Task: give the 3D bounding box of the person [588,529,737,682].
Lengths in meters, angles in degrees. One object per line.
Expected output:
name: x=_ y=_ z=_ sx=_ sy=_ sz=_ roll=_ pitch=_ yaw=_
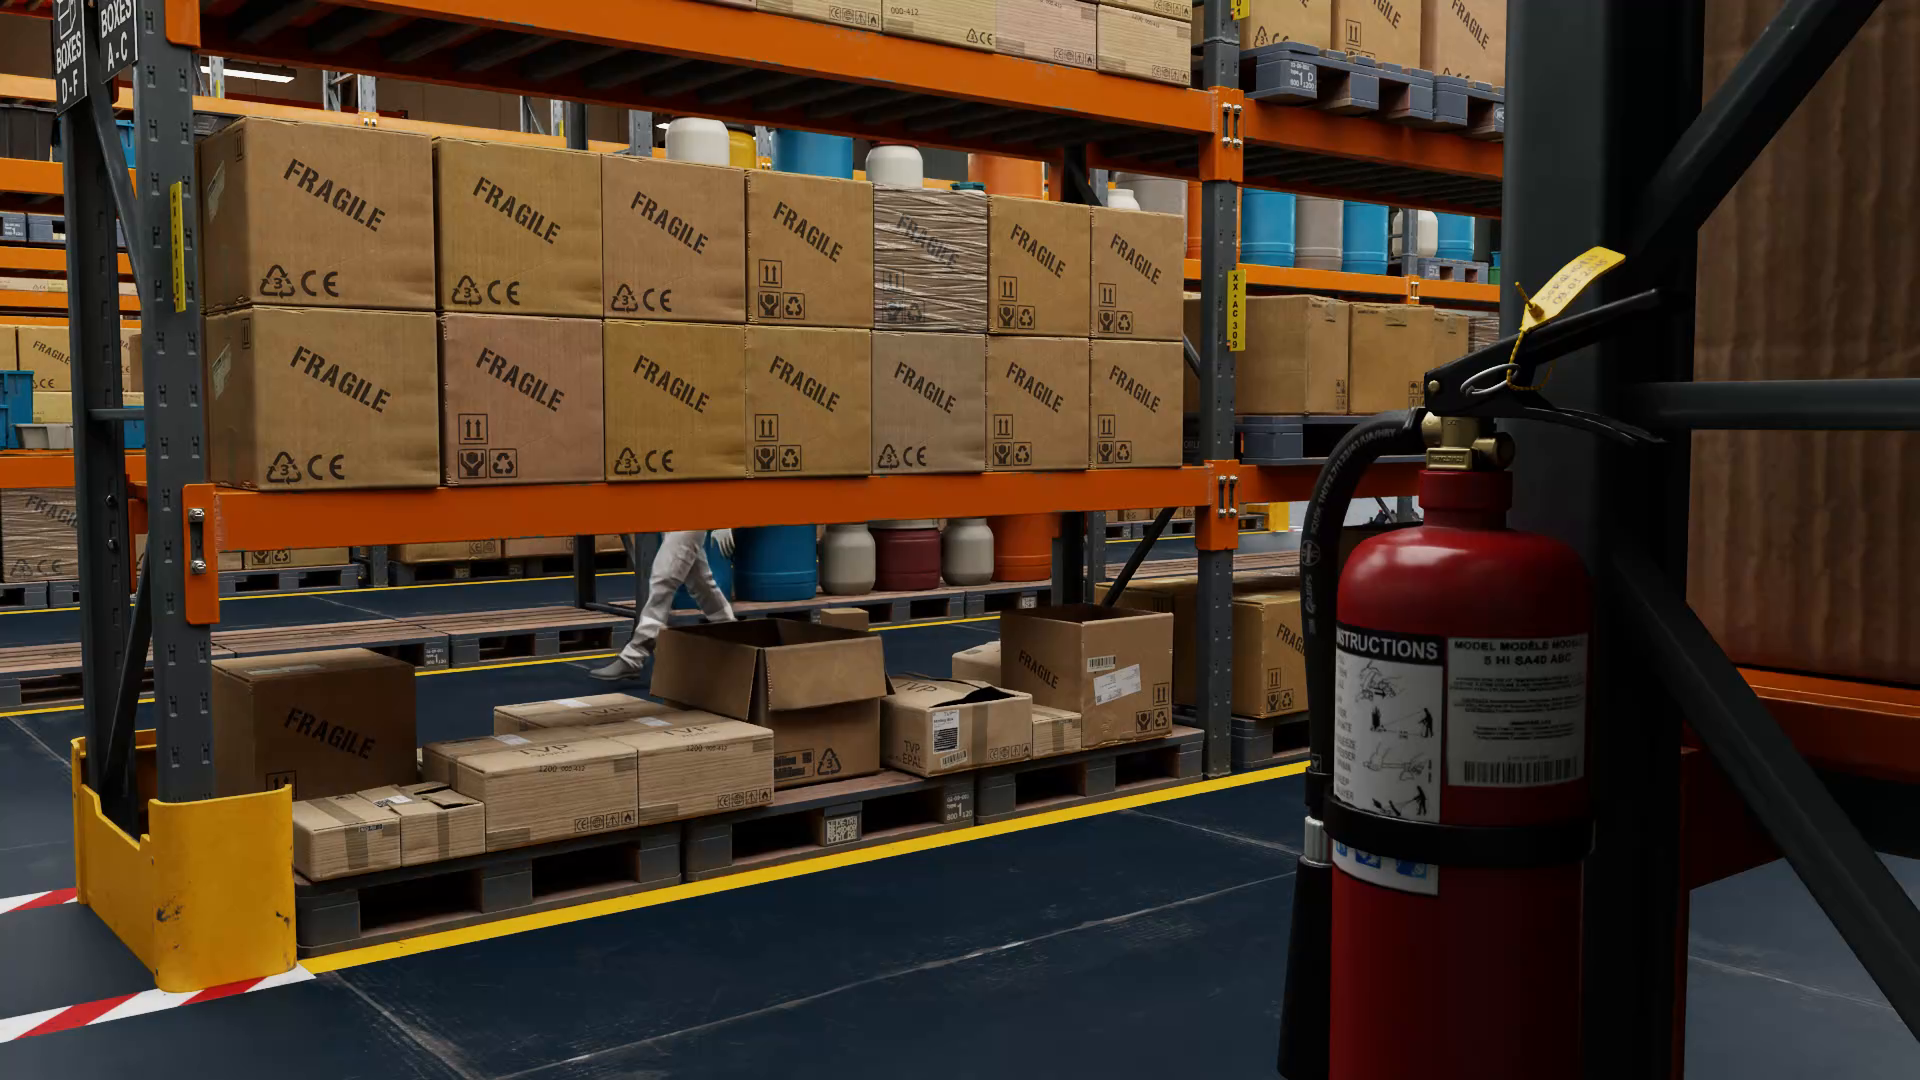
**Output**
person: x=-1.659 y=-0.100 z=9.417 sx=1.055 sy=1.719 sz=0.541 roll=-3 pitch=5 yaw=-35
